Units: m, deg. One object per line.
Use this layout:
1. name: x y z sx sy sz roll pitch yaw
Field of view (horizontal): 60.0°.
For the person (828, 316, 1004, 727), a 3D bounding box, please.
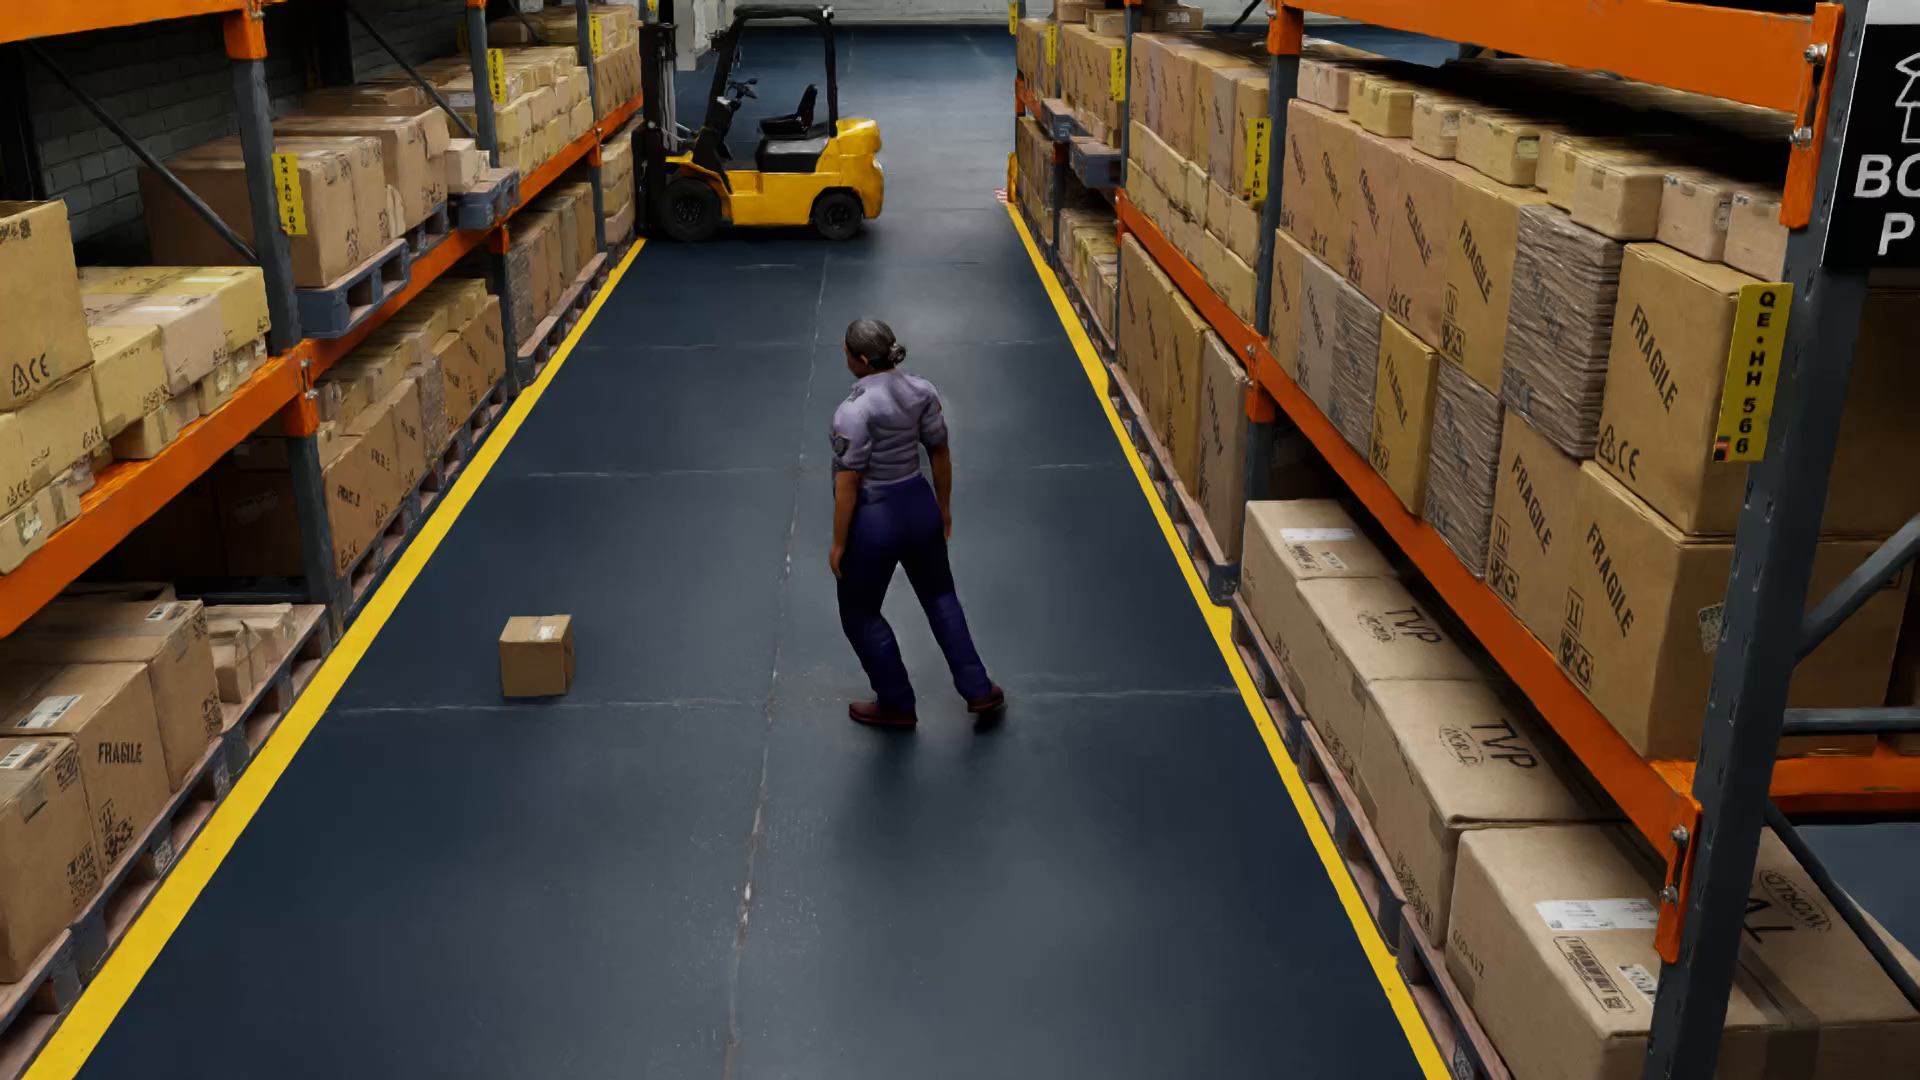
1. person: -0.158 -0.053 6.272 0.678 1.627 0.518 -17 26 -38
